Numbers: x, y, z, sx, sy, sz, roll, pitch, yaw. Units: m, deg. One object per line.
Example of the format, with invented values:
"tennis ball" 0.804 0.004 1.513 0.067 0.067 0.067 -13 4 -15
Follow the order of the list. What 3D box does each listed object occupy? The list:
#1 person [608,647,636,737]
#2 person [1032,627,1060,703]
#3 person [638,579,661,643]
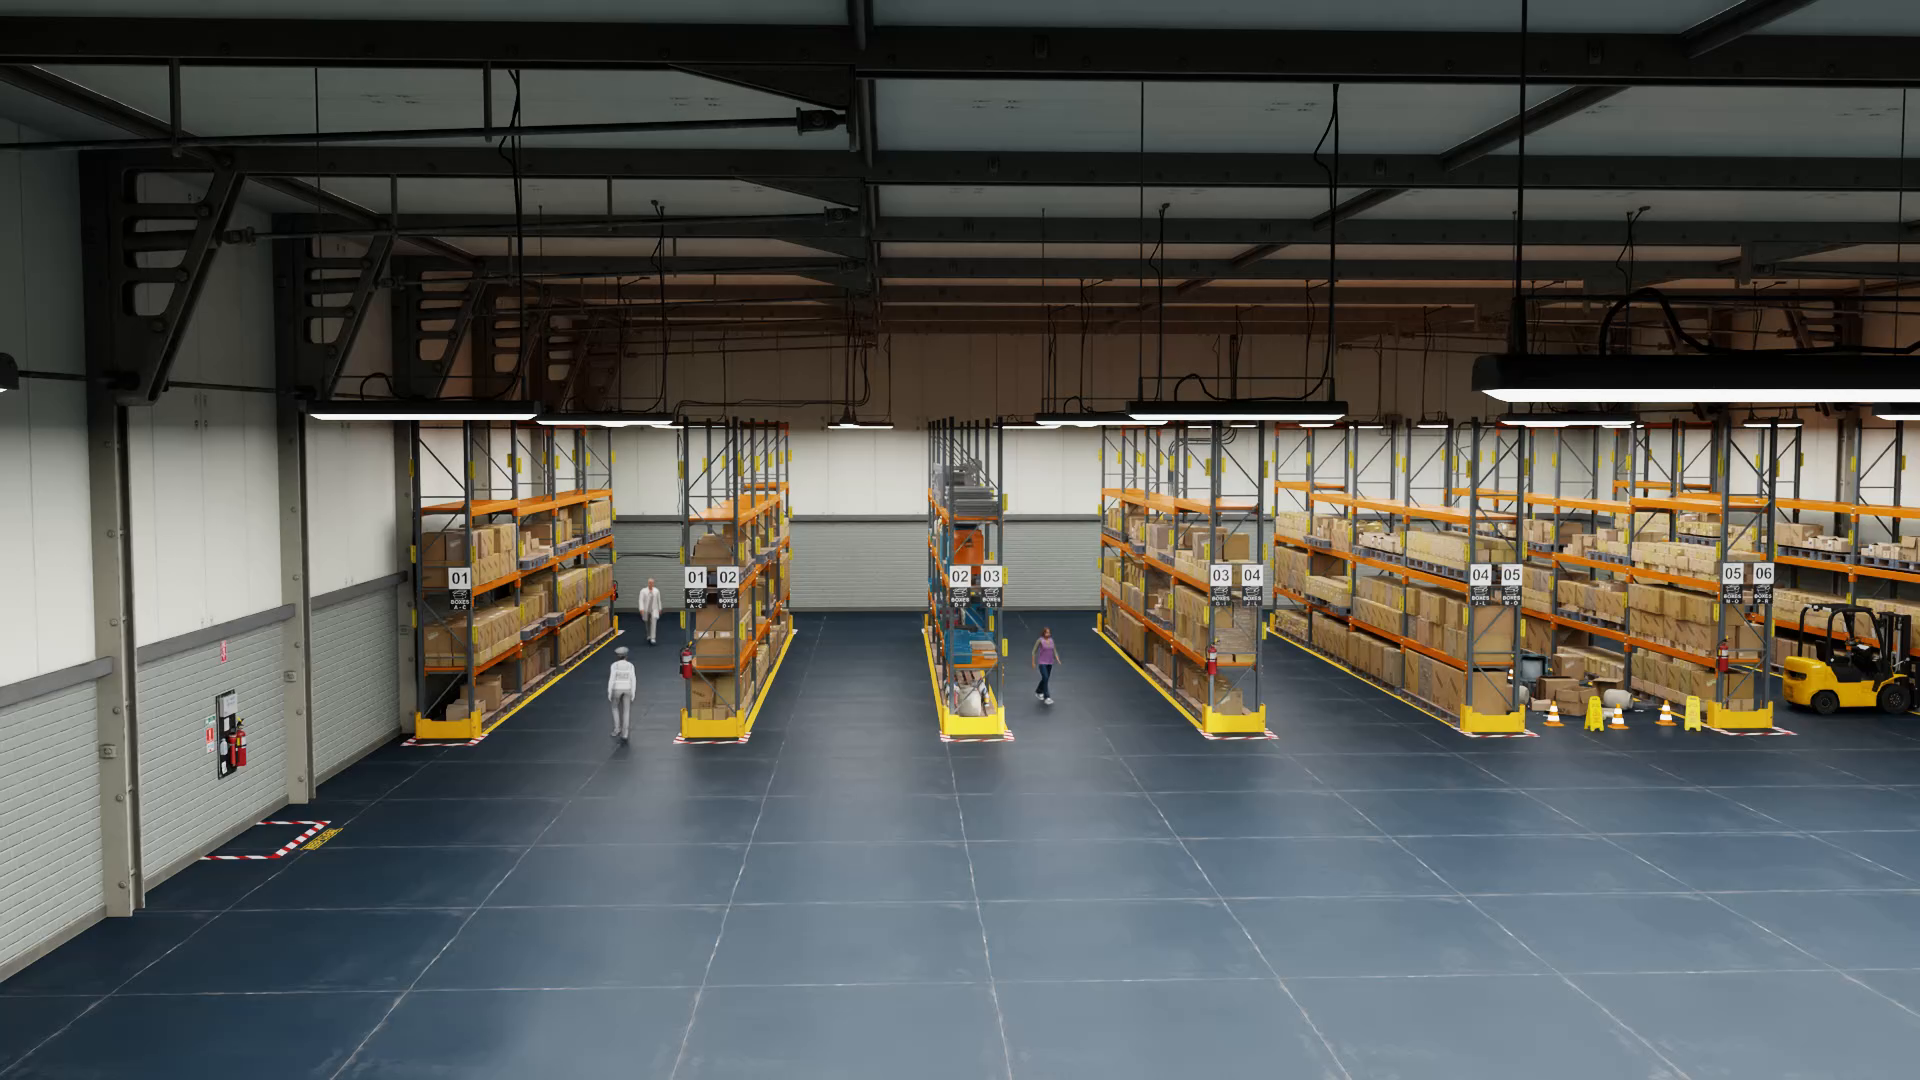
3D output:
"person" -6.320 2.868 31.115 0.528 1.712 0.527 -1 4 -20
"person" 1.827 2.631 35.182 0.478 1.580 0.796 -3 5 -38
"person" -8.398 1.912 45.000 0.583 1.715 1.171 0 4 -6
